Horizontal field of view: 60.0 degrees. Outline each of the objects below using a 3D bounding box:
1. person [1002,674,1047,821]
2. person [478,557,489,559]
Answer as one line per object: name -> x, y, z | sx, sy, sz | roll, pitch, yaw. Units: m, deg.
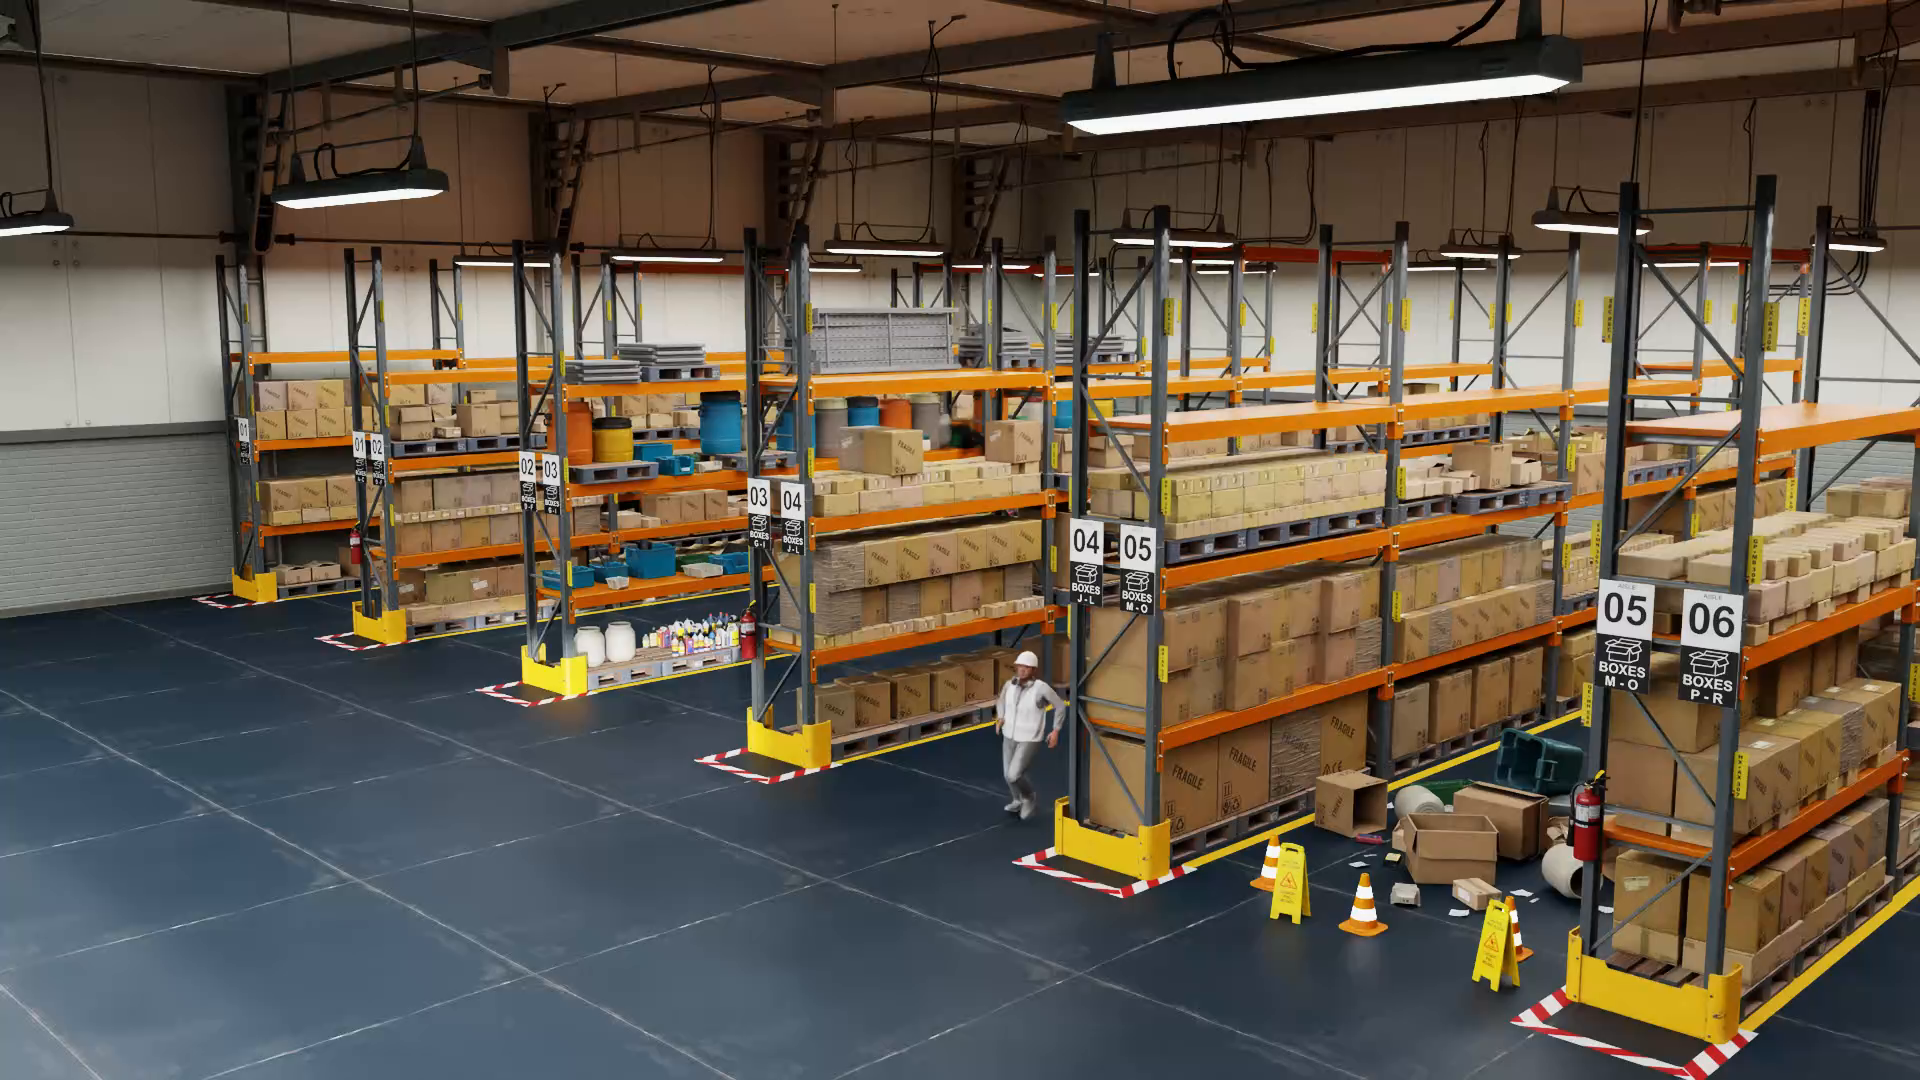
person -> 0.655, 2.062, 16.716 | 0.486, 1.514, 0.446 | 6, 10, 36
person -> -8.386, 0.203, 29.287 | 0.669, 1.418, 0.636 | 7, 11, 40
